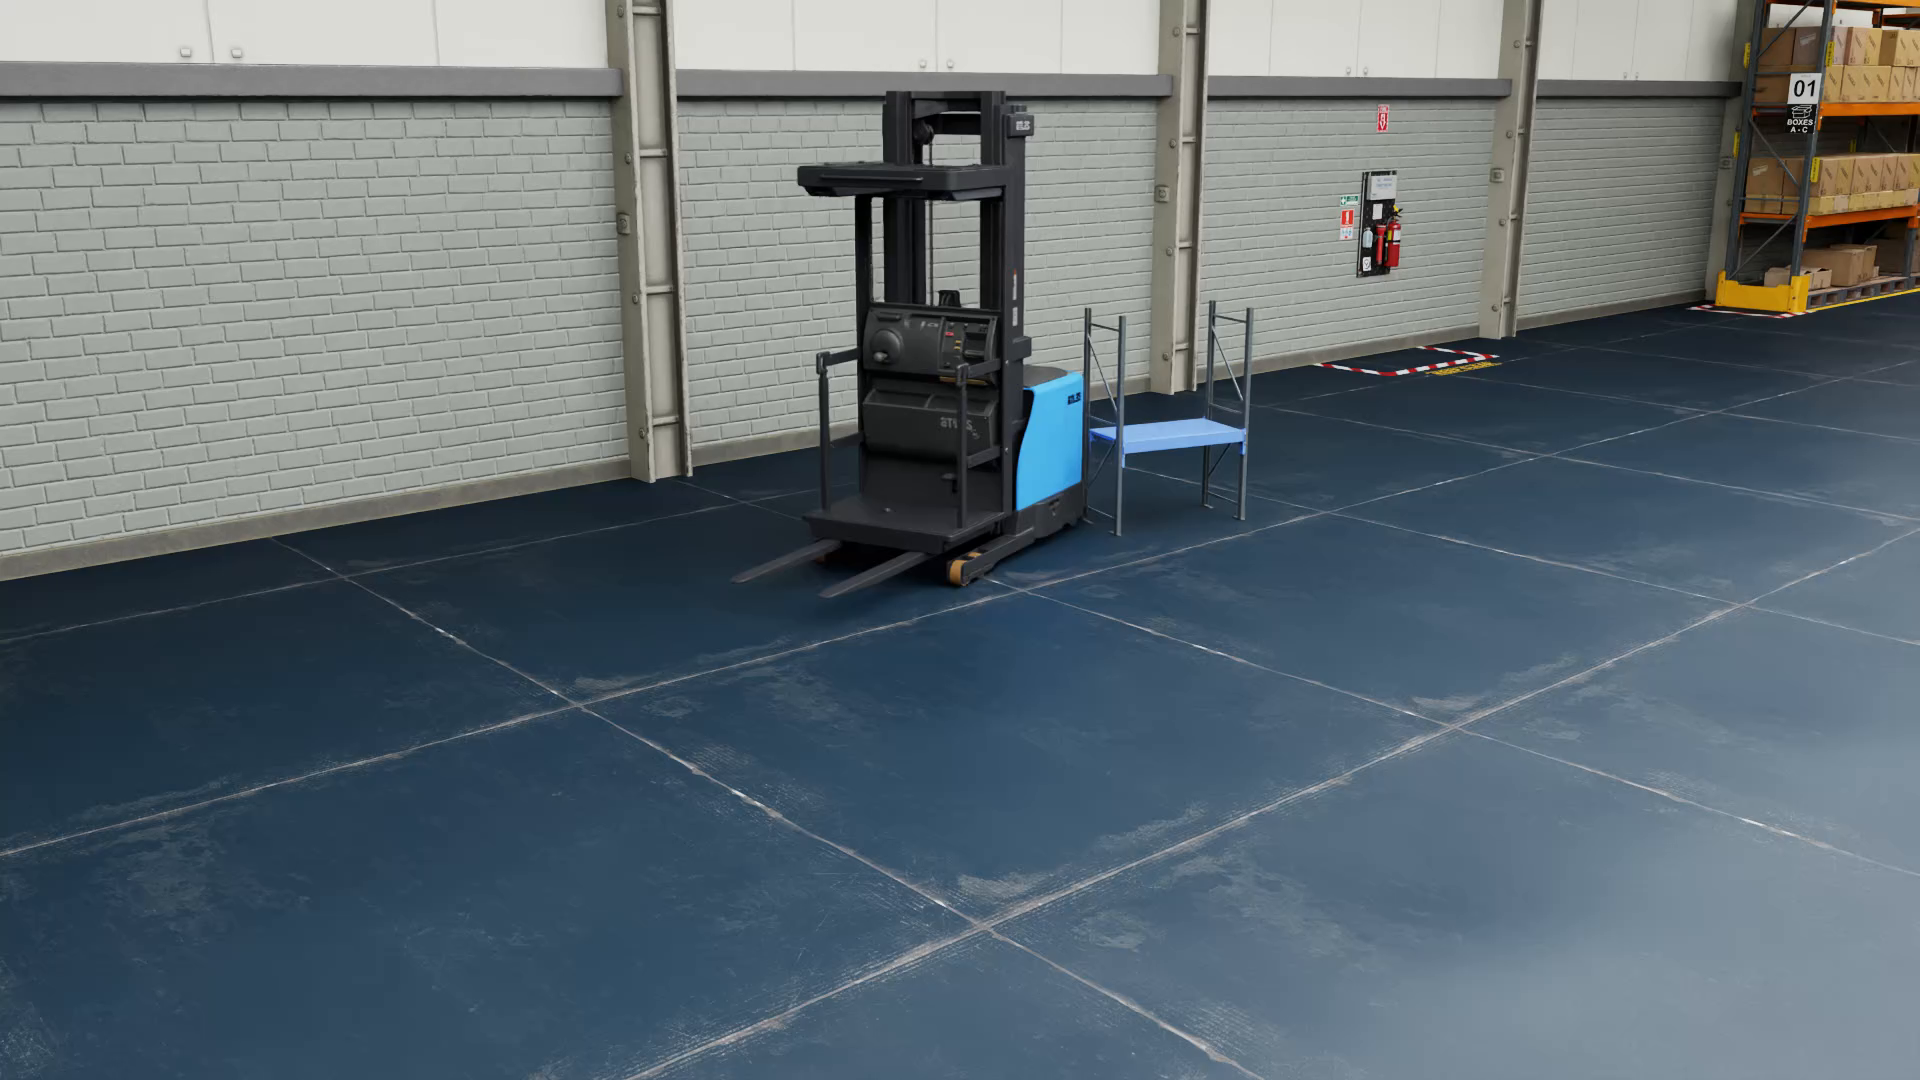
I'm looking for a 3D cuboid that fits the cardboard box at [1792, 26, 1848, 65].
[{"bbox_3d":[11.707,-6.726,22.636,0.500,0.500,0.500,14,21,43],"label":"cardboard box"}]

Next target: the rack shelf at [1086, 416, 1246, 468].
[{"bbox_3d":[1.435,-0.693,11.637,1.000,0.185,0.538,-7,16,-25],"label":"rack shelf"}]

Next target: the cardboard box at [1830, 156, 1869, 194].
[{"bbox_3d":[12.588,-5.208,23.733,0.500,0.500,0.500,-13,20,-41],"label":"cardboard box"}]

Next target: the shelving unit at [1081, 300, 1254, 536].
[{"bbox_3d":[1.435,-0.867,11.590,1.048,1.500,0.538,-7,16,-25],"label":"shelving unit"}]

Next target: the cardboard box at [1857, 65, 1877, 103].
[{"bbox_3d":[12.491,-6.406,23.374,0.500,0.500,0.500,-12,19,-37],"label":"cardboard box"}]

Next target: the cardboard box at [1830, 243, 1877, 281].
[{"bbox_3d":[13.518,-4.217,25.215,0.500,0.500,0.500,14,21,43],"label":"cardboard box"}]

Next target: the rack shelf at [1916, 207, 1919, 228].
[{"bbox_3d":[15.784,-5.387,26.998,4.000,0.370,1.077,-13,19,-39],"label":"rack shelf"}]

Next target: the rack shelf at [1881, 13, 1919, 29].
[{"bbox_3d":[15.784,-8.092,26.275,4.000,0.370,1.077,-13,19,-39],"label":"rack shelf"}]

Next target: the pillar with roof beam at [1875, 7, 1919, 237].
[{"bbox_3d":[18.570,-8.082,24.068,0.400,9.000,9.100,-13,19,-39],"label":"pillar with roof beam"}]

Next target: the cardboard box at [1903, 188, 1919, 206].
[{"bbox_3d":[14.116,-5.193,25.132,0.500,0.250,0.500,-13,19,-39],"label":"cardboard box"}]

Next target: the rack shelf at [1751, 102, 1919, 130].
[{"bbox_3d":[12.766,-6.158,24.074,4.000,0.370,1.077,-13,19,-39],"label":"rack shelf"}]

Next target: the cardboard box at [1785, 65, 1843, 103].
[{"bbox_3d":[11.674,-6.233,22.727,0.500,0.500,0.500,-12,19,-38],"label":"cardboard box"}]

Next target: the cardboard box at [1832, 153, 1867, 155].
[{"bbox_3d":[13.390,-5.569,25.086,0.500,0.500,0.500,-13,20,-40],"label":"cardboard box"}]

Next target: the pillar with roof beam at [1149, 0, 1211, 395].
[{"bbox_3d":[4.991,-5.032,12.652,0.400,9.000,9.100,-13,19,-39],"label":"pillar with roof beam"}]

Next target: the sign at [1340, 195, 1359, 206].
[{"bbox_3d":[4.326,-3.776,18.478,0.331,0.109,0.001,-13,19,-39],"label":"sign"}]

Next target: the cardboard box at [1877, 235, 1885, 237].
[{"bbox_3d":[15.176,-4.626,26.746,0.500,0.500,0.700,-13,20,-40],"label":"cardboard box"}]

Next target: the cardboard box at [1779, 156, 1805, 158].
[{"bbox_3d":[11.860,-5.222,23.786,0.500,0.500,0.500,-12,19,-39],"label":"cardboard box"}]

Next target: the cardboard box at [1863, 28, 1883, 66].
[{"bbox_3d":[12.498,-6.890,23.250,0.500,0.500,0.500,-12,19,-38],"label":"cardboard box"}]

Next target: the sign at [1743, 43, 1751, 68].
[{"bbox_3d":[10.908,-6.706,23.016,0.005,0.325,0.100,-13,19,-39],"label":"sign"}]

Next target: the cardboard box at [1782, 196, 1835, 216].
[{"bbox_3d":[11.834,-4.676,23.195,0.500,0.250,0.500,-13,20,-41],"label":"cardboard box"}]

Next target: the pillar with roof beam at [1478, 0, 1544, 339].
[{"bbox_3d":[9.517,-6.049,16.457,0.400,9.000,9.100,-13,19,-39],"label":"pillar with roof beam"}]

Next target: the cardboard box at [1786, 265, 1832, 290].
[{"bbox_3d":[12.268,-3.828,24.125,0.500,0.311,0.500,-11,18,-35],"label":"cardboard box"}]

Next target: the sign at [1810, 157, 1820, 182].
[{"bbox_3d":[11.614,-5.030,22.593,0.005,0.325,0.100,-13,19,-39],"label":"sign"}]

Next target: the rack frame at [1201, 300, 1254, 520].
[{"bbox_3d":[1.893,-0.924,11.802,0.032,1.500,0.500,-7,16,-25],"label":"rack frame"}]

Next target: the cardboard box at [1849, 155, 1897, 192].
[{"bbox_3d":[13.361,-5.386,24.399,0.500,0.500,0.500,-13,20,-41],"label":"cardboard box"}]

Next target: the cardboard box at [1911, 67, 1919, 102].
[{"bbox_3d":[14.054,-6.769,24.732,0.500,0.500,0.500,-12,19,-38],"label":"cardboard box"}]

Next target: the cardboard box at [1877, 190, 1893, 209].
[{"bbox_3d":[13.366,-5.022,24.492,0.500,0.250,0.500,-13,20,-40],"label":"cardboard box"}]

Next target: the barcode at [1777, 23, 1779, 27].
[{"bbox_3d":[11.465,-7.206,23.308,0.075,0.075,0.001,-13,19,-39],"label":"barcode"}]

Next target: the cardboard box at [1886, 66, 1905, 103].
[{"bbox_3d":[13.273,-6.585,24.043,0.500,0.500,0.500,-14,20,-41],"label":"cardboard box"}]

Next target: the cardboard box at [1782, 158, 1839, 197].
[{"bbox_3d":[11.815,-5.040,23.104,0.500,0.500,0.500,-13,19,-39],"label":"cardboard box"}]

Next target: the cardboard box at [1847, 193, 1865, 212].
[{"bbox_3d":[12.604,-4.852,23.853,0.500,0.250,0.500,-13,20,-40],"label":"cardboard box"}]

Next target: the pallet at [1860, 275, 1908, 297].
[{"bbox_3d":[13.791,-3.928,25.545,1.213,0.211,1.003,-13,19,-39],"label":"pallet"}]

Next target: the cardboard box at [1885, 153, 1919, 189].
[{"bbox_3d":[14.121,-5.555,25.031,0.500,0.500,0.500,-13,20,-39],"label":"cardboard box"}]

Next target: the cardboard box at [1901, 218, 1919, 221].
[{"bbox_3d":[15.539,-5.055,26.899,0.500,0.250,0.500,-13,20,-41],"label":"cardboard box"}]

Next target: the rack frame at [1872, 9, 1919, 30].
[{"bbox_3d":[14.275,-8.294,24.862,0.127,3.000,1.000,-13,19,-39],"label":"rack frame"}]

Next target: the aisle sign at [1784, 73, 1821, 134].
[{"bbox_3d":[11.400,-5.903,22.500,0.004,0.787,0.394,-13,19,-39],"label":"aisle sign"}]

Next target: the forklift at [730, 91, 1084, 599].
[{"bbox_3d":[-0.293,-1.265,10.305,1.130,2.935,3.031,8,17,28],"label":"forklift"}]

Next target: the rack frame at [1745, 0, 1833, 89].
[{"bbox_3d":[11.257,-7.616,22.326,0.127,3.000,1.000,-13,19,-39],"label":"rack frame"}]

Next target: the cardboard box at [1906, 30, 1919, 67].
[{"bbox_3d":[13.666,-7.153,24.233,0.500,0.500,0.500,-11,19,-36],"label":"cardboard box"}]

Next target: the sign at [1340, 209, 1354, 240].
[{"bbox_3d":[4.317,-3.521,18.549,0.234,0.329,0.001,-13,19,-39],"label":"sign"}]

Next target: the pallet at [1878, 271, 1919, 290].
[{"bbox_3d":[14.861,-4.180,26.491,1.213,0.211,1.003,-13,19,-39],"label":"pallet"}]

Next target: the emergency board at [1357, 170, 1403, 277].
[{"bbox_3d":[4.802,-3.577,18.830,0.643,1.169,0.194,-13,19,-39],"label":"emergency board"}]
